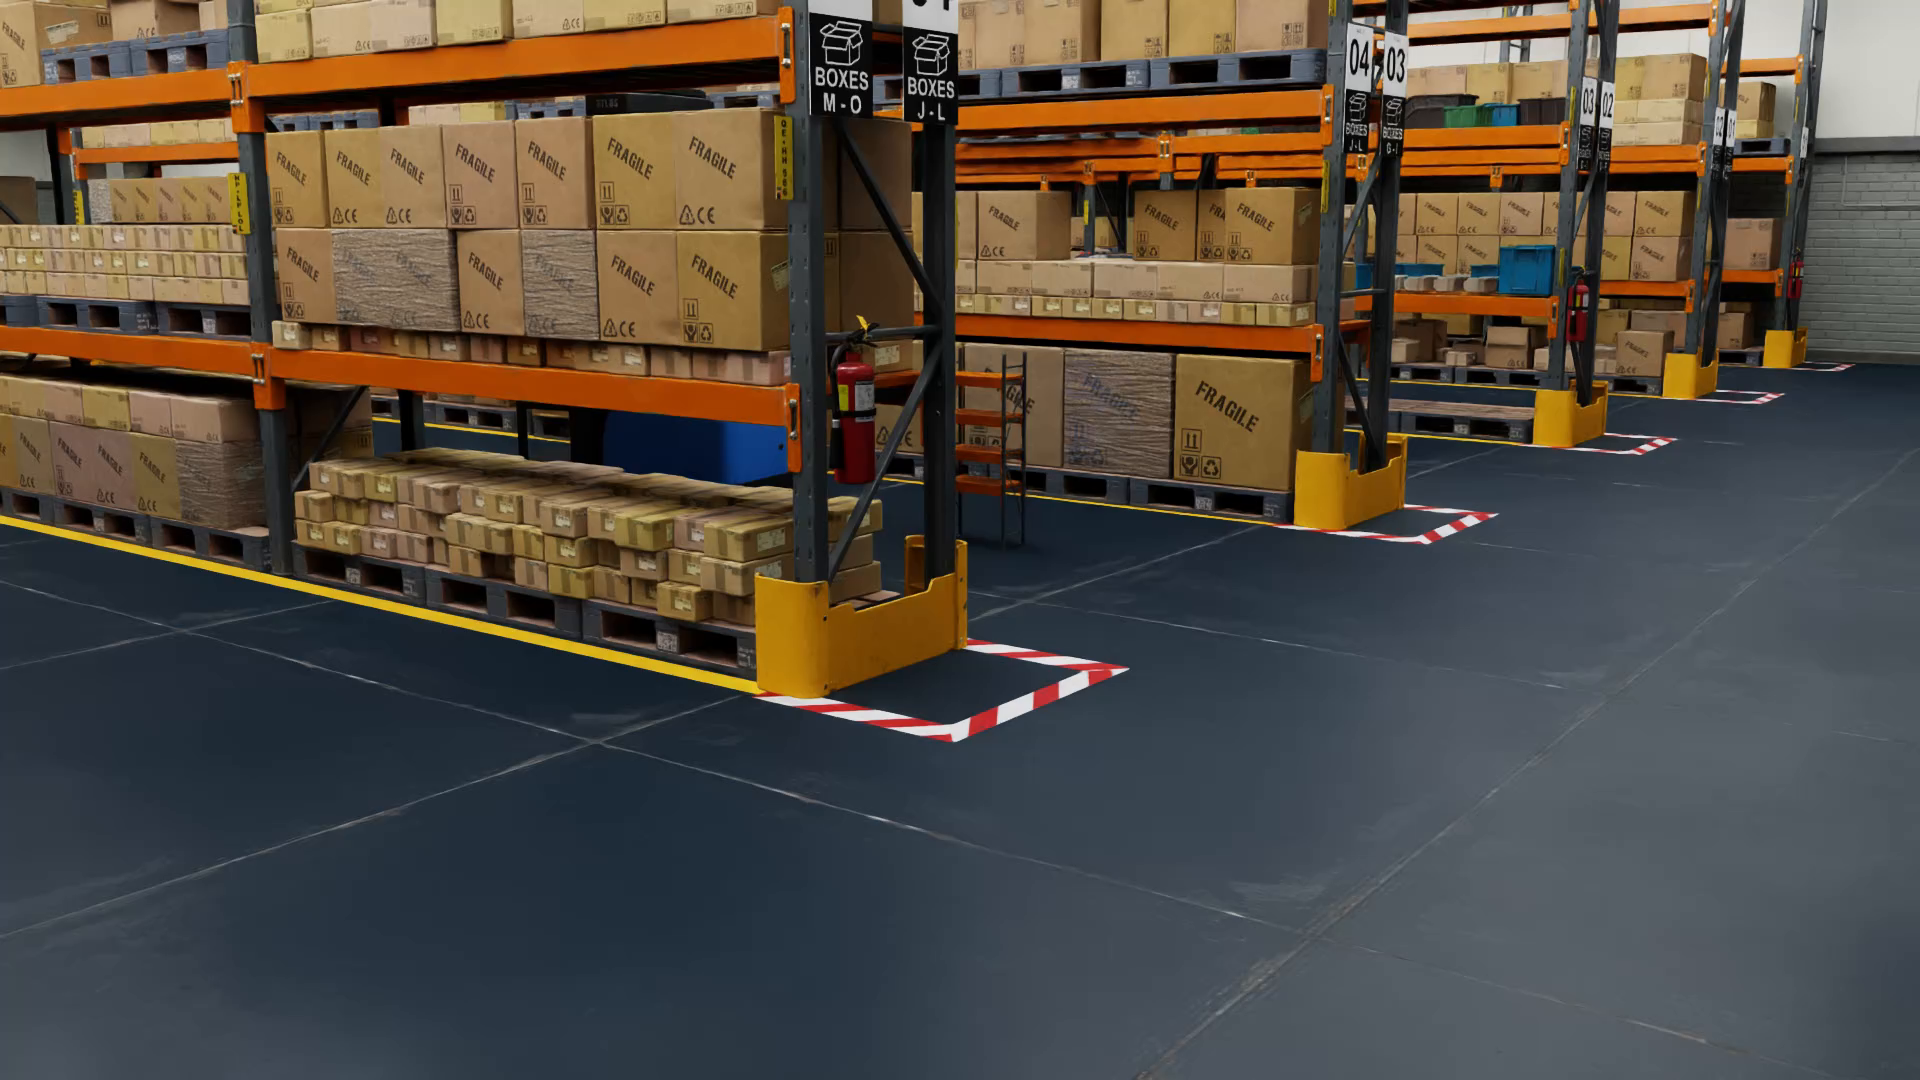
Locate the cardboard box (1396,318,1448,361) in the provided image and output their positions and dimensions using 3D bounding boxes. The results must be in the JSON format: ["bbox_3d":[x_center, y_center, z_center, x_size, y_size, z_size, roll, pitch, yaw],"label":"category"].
[{"bbox_3d":[5.925,-2.575,21.367,0.500,0.500,0.500,8,13,36],"label":"cardboard box"}]

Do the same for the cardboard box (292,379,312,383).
[{"bbox_3d":[-7.316,-2.021,18.552,0.500,0.500,0.500,7,13,34],"label":"cardboard box"}]

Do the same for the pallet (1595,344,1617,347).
[{"bbox_3d":[9.781,-2.762,24.253,1.213,0.211,1.003,8,13,36],"label":"pallet"}]

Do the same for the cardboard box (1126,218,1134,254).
[{"bbox_3d":[2.648,-4.259,23.277,0.500,0.500,0.700,3,11,17],"label":"cardboard box"}]

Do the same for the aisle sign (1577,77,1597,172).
[{"bbox_3d":[5.471,-3.623,14.516,0.004,0.787,0.394,8,13,36],"label":"aisle sign"}]

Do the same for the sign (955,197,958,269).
[{"bbox_3d":[-0.041,-1.402,7.598,0.005,0.325,0.100,8,13,36],"label":"sign"}]

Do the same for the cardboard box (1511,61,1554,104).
[{"bbox_3d":[6.931,-5.405,19.778,0.500,0.500,0.700,8,13,36],"label":"cardboard box"}]

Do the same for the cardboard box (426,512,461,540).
[{"bbox_3d":[-2.585,-0.104,8.787,0.250,0.149,0.380,9,14,38],"label":"cardboard box"}]

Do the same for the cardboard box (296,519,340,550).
[{"bbox_3d":[-3.483,-0.060,9.340,0.250,0.149,0.380,7,13,33],"label":"cardboard box"}]

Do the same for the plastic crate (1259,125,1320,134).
[{"bbox_3d":[3.202,-4.076,16.149,0.590,0.269,0.497,8,13,36],"label":"plastic crate"}]

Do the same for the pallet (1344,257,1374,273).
[{"bbox_3d":[4.718,-3.620,21.847,1.213,0.211,1.003,8,13,36],"label":"pallet"}]

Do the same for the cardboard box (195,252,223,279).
[{"bbox_3d":[-4.237,-1.616,9.758,0.250,0.149,0.380,8,14,36],"label":"cardboard box"}]

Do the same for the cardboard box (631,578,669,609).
[{"bbox_3d":[-1.339,0.217,7.913,0.250,0.149,0.380,8,13,35],"label":"cardboard box"}]

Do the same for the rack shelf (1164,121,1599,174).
[{"bbox_3d":[3.975,-3.744,15.982,4.000,0.370,1.077,8,13,36],"label":"rack shelf"}]

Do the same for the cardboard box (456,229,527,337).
[{"bbox_3d":[-2.099,-1.272,8.159,0.500,0.500,0.500,9,14,38],"label":"cardboard box"}]

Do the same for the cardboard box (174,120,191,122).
[{"bbox_3d":[-8.515,-4.725,18.504,0.250,0.149,0.380,9,14,38],"label":"cardboard box"}]

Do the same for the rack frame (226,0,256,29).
[{"bbox_3d":[-3.586,-4.289,9.005,0.127,3.000,1.000,8,13,36],"label":"rack frame"}]

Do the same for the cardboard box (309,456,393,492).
[{"bbox_3d":[-3.431,-0.371,9.385,0.250,0.149,0.380,9,14,38],"label":"cardboard box"}]

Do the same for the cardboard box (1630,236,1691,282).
[{"bbox_3d":[7.999,-3.215,18.989,0.500,0.500,0.500,8,14,37],"label":"cardboard box"}]

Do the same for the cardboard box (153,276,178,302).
[{"bbox_3d":[-4.635,-1.526,10.076,0.250,0.149,0.380,7,13,33],"label":"cardboard box"}]

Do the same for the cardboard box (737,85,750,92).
[{"bbox_3d":[-1.680,-3.837,14.124,0.250,0.149,0.380,7,13,33],"label":"cardboard box"}]

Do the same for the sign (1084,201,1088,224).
[{"bbox_3d":[1.748,-4.540,23.052,0.005,0.325,0.100,8,13,36],"label":"sign"}]

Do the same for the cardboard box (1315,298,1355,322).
[{"bbox_3d":[2.564,-1.608,11.608,0.250,0.149,0.380,8,14,36],"label":"cardboard box"}]

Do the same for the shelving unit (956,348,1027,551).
[{"bbox_3d":[0.133,-0.570,10.320,0.503,1.200,0.258,8,13,36],"label":"shelving unit"}]

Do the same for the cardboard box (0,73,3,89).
[{"bbox_3d":[-6.100,-3.155,10.778,0.500,0.500,0.500,8,13,36],"label":"cardboard box"}]

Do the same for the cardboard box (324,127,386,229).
[{"bbox_3d":[-2.940,-1.885,8.698,0.500,0.500,0.500,7,13,34],"label":"cardboard box"}]

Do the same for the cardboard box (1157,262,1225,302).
[{"bbox_3d":[1.699,-1.785,11.470,0.500,0.250,0.500,8,13,35],"label":"cardboard box"}]

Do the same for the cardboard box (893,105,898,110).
[{"bbox_3d":[-0.677,-6.405,25.156,0.500,0.500,0.500,8,14,36],"label":"cardboard box"}]

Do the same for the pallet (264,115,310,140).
[{"bbox_3d":[-6.583,-4.285,17.380,1.003,0.211,1.213,8,13,36],"label":"pallet"}]

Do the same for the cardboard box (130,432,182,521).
[{"bbox_3d":[-4.745,-0.424,10.302,0.500,0.500,0.500,8,13,34],"label":"cardboard box"}]

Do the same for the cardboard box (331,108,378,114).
[{"bbox_3d":[-5.937,-4.546,16.858,0.637,0.503,0.797,9,14,38],"label":"cardboard box"}]

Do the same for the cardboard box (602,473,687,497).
[{"bbox_3d":[-1.656,-0.248,8.747,0.250,0.149,0.380,8,14,36],"label":"cardboard box"}]

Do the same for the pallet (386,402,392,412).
[{"bbox_3d":[-6.389,-1.534,17.904,1.213,0.211,1.003,8,13,36],"label":"pallet"}]

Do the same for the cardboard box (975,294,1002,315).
[{"bbox_3d":[0.316,-1.767,12.425,0.250,0.149,0.380,8,13,35],"label":"cardboard box"}]

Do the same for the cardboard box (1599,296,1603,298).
[{"bbox_3d":[9.408,-3.522,24.605,0.250,0.149,0.380,7,13,34],"label":"cardboard box"}]

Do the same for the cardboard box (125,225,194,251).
[{"bbox_3d":[-4.857,-1.850,10.187,0.250,0.149,0.380,7,13,34],"label":"cardboard box"}]

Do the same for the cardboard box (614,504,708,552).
[{"bbox_3d":[-1.392,-0.059,7.774,0.250,0.149,0.380,8,13,34],"label":"cardboard box"}]

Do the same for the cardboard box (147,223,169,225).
[{"bbox_3d":[-8.963,-3.469,19.516,0.500,0.500,0.875,8,13,36],"label":"cardboard box"}]

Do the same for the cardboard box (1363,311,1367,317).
[{"bbox_3d":[6.220,-3.764,26.644,0.750,0.750,0.750,8,13,35],"label":"cardboard box"}]

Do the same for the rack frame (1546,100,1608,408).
[{"bbox_3d":[5.587,-2.400,15.036,0.127,3.000,1.000,8,13,36],"label":"rack frame"}]

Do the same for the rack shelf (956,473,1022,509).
[{"bbox_3d":[0.133,-0.309,10.370,0.480,0.148,0.258,8,13,36],"label":"rack shelf"}]

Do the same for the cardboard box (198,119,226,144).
[{"bbox_3d":[-7.954,-4.461,18.190,0.500,0.250,0.500,8,14,37],"label":"cardboard box"}]

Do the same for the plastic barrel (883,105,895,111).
[{"bbox_3d":[-0.930,-4.908,19.813,0.421,0.512,0.421,0,11,0],"label":"plastic barrel"}]

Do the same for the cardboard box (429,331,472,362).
[{"bbox_3d":[-2.462,-0.997,8.449,0.250,0.149,0.380,9,14,38],"label":"cardboard box"}]

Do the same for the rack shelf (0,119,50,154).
[{"bbox_3d":[-8.422,-3.137,12.845,4.000,0.370,1.077,8,13,36],"label":"rack shelf"}]

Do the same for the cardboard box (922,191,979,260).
[{"bbox_3d":[0.058,-2.382,12.583,0.500,0.500,0.500,8,13,36],"label":"cardboard box"}]

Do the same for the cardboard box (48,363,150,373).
[{"bbox_3d":[-6.104,-1.103,11.836,0.500,0.250,0.500,8,13,34],"label":"cardboard box"}]

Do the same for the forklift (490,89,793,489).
[{"bbox_3d":[-2.552,-1.702,11.611,3.031,2.935,1.130,6,12,28],"label":"forklift"}]

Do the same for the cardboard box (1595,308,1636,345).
[{"bbox_3d":[9.584,-3.130,24.288,0.500,0.500,0.700,8,14,37],"label":"cardboard box"}]

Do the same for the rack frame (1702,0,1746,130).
[{"bbox_3d":[8.522,-6.103,18.384,0.127,3.000,1.000,8,13,36],"label":"rack frame"}]

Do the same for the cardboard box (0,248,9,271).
[{"bbox_3d":[-6.320,-1.906,11.260,0.250,0.149,0.380,9,14,38],"label":"cardboard box"}]

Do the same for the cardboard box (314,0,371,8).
[{"bbox_3d":[-2.942,-2.840,8.494,0.500,0.250,0.500,8,13,35],"label":"cardboard box"}]

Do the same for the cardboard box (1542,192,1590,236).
[{"bbox_3d":[7.172,-3.820,19.481,0.500,0.500,0.500,8,14,37],"label":"cardboard box"}]

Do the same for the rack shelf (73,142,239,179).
[{"bbox_3d":[-8.629,-4.335,19.036,4.000,0.370,1.077,8,13,36],"label":"rack shelf"}]

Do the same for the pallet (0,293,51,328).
[{"bbox_3d":[-6.173,-1.635,11.588,1.003,0.211,1.213,8,13,36],"label":"pallet"}]

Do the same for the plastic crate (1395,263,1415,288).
[{"bbox_3d":[4.279,-2.607,16.390,0.300,0.233,0.416,8,13,36],"label":"plastic crate"}]
